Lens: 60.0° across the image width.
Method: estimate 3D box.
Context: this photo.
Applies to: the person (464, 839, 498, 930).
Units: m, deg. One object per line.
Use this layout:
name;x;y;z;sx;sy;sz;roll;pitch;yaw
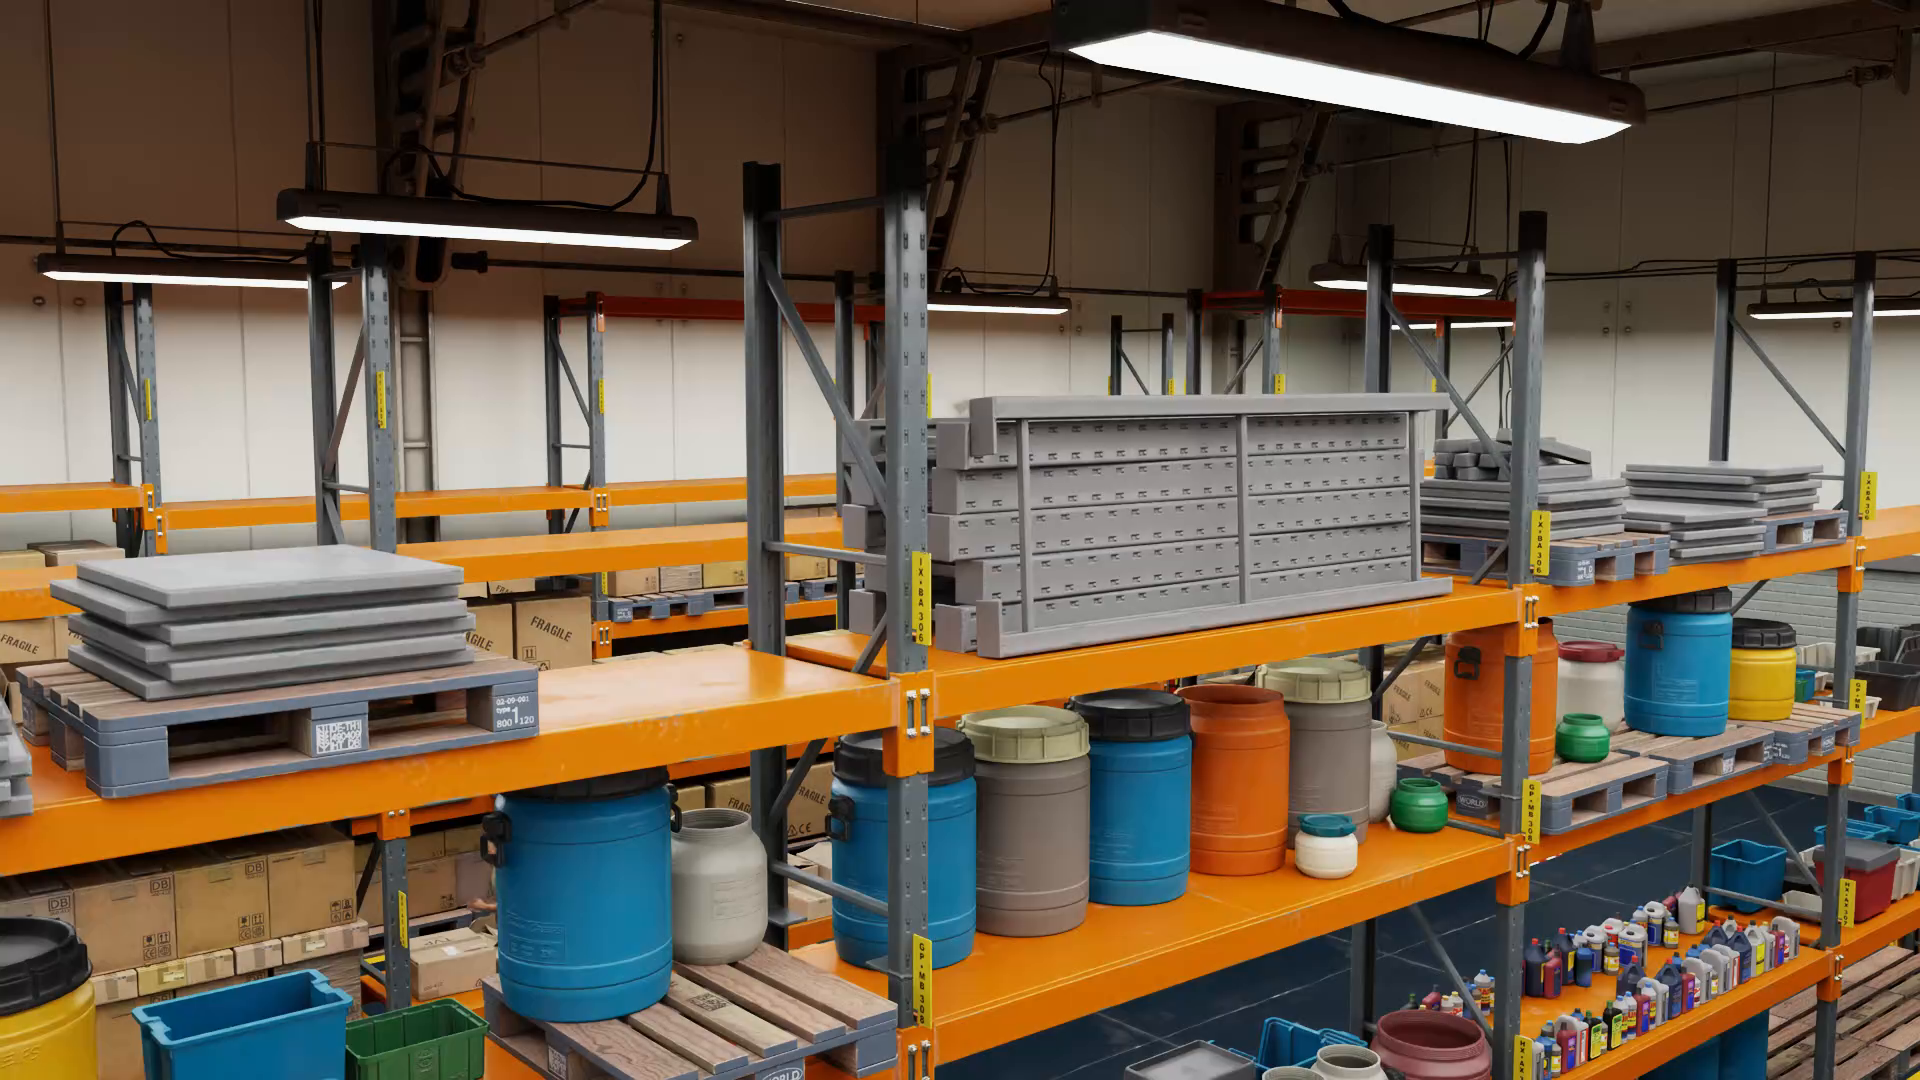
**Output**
person;-3.604;3.084;13.534;0.902;1.538;0.591;-4;7;-39
